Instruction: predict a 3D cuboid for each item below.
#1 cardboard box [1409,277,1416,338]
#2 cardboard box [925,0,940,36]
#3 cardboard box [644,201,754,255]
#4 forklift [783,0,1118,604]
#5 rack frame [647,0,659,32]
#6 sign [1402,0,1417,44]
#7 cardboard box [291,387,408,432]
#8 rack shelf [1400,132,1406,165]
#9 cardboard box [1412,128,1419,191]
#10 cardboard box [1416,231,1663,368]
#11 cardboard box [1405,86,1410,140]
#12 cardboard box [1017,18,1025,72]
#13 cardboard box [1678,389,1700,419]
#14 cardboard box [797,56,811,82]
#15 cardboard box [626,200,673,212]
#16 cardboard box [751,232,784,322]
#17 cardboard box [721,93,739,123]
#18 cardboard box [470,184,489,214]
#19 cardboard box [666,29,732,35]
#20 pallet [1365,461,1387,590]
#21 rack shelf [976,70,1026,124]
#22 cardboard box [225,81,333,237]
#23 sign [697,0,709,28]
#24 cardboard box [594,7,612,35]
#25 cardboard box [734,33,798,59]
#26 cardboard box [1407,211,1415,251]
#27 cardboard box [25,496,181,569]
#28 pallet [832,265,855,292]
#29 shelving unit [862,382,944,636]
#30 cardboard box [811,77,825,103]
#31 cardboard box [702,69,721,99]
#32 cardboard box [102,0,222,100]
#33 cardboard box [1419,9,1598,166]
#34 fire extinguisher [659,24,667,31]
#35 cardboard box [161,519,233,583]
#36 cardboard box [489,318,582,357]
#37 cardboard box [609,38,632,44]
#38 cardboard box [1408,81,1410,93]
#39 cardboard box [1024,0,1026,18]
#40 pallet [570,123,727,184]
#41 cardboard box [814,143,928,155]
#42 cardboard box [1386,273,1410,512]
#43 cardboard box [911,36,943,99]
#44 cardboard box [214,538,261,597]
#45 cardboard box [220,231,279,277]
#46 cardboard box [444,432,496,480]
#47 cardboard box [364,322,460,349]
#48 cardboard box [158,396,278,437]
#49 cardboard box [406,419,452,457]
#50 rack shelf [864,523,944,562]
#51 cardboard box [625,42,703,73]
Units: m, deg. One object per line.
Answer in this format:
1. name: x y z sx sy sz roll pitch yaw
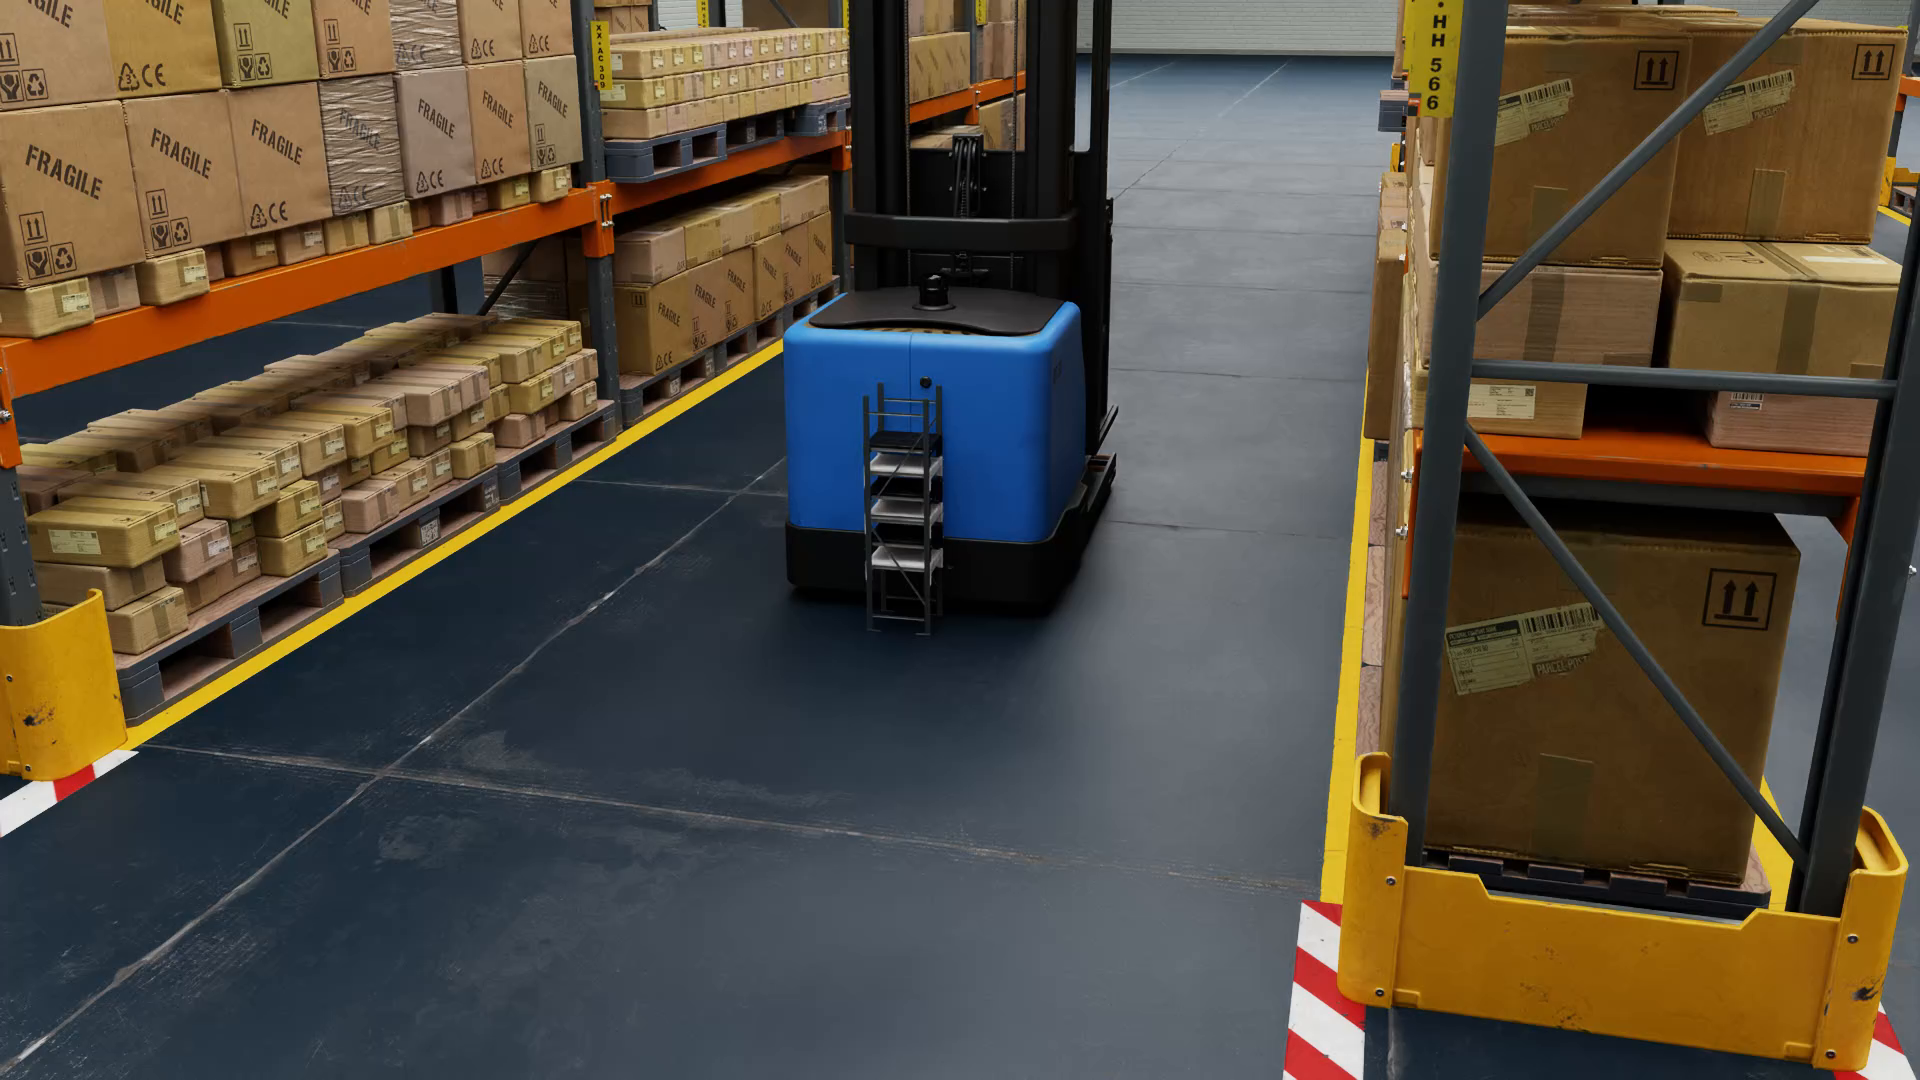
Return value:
1. cardboard box: 1.529 -0.674 4.908 0.380 0.149 0.250 4 19 12
2. cardboard box: -0.579 -4.722 14.671 0.700 0.500 0.500 4 19 12
3. cardboard box: -1.601 -1.920 10.225 0.500 0.250 0.500 5 20 15
4. forklift: 0.132 -1.586 7.297 1.130 2.935 3.031 4 19 11
5. rack frame: -4.187 -6.132 20.501 1.000 3.000 0.127 5 19 13
6. sign: 2.939 -3.393 10.811 0.100 0.325 0.005 5 19 13
7. cardboard box: -2.543 -0.527 6.931 0.380 0.149 0.250 5 19 14
8. rack shelf: 3.957 -3.129 12.820 1.077 0.370 4.000 5 19 13
9. cardboard box: 2.122 -1.532 6.803 0.500 0.250 0.500 4 19 12
10. cardboard box: 1.374 -0.577 4.009 0.500 0.250 0.500 4 19 13
11. cardboard box: 3.085 -2.759 10.469 0.500 0.500 0.500 5 20 15
12. cardboard box: 0.219 -5.384 18.079 0.875 0.550 0.550 5 19 13
13. cardboard box: 1.981 -0.382 4.053 0.380 0.149 0.250 4 19 13
14. cardboard box: -1.183 -3.051 10.757 0.380 0.149 0.250 5 19 14
15. cardboard box: -2.104 -1.963 10.351 0.500 0.250 0.500 4 19 11
16. cardboard box: -1.468 -1.725 10.815 0.500 0.500 0.500 4 19 11
17. cardboard box: -1.501 -2.503 9.613 0.380 0.149 0.250 4 19 11
18. cardboard box: -2.347 -1.541 7.448 0.380 0.149 0.250 4 19 12
19. cardboard box: -1.745 -3.337 11.134 0.380 0.149 0.250 5 19 13
20. pallet: 2.229 -0.037 6.969 1.003 0.211 1.213 5 19 13
21. rack shelf: 0.149 -4.806 17.730 1.077 0.370 4.000 5 19 13
22. cardboard box: -2.656 -1.387 5.994 0.500 0.500 0.500 5 19 14
23. sign: -1.856 -3.856 12.046 0.100 0.325 0.005 5 19 13
24. cardboard box: -4.305 -5.815 18.958 0.500 0.500 0.500 5 19 13
25. cardboard box: -1.246 -3.117 10.493 0.380 0.149 0.250 5 19 13
26. cardboard box: 1.905 -1.156 6.319 0.380 0.149 0.250 4 19 12
27. cardboard box: -2.814 -0.027 5.466 0.380 0.149 0.250 4 19 11
28. pallet: -1.051 -2.187 13.265 1.003 0.211 1.213 5 19 13
29. shelving unit: -0.206 -0.112 6.123 0.258 0.900 0.210 4 19 11
30. cardboard box: -1.117 -2.996 11.058 0.380 0.149 0.250 5 19 14
31. cardboard box: -1.565 -2.564 9.331 0.380 0.149 0.250 4 19 11
32. cardboard box: -2.787 -1.698 5.356 0.500 0.500 0.500 5 20 15
33. cardboard box: 1.875 -1.566 5.744 0.500 0.500 0.500 4 19 12
34. fire extinguisher: -3.712 -6.095 20.512 0.296 0.674 0.183 5 19 13
35. cardboard box: -2.773 0.026 5.771 0.380 0.149 0.250 5 19 13
36. cardboard box: -2.129 -1.011 8.347 0.380 0.149 0.250 5 20 15
37. cardboard box: -2.128 -2.839 9.676 0.380 0.149 0.250 4 19 12
38. cardboard box: 3.601 -3.444 11.824 0.700 0.500 0.500 8 20 21
39. cardboard box: 0.464 -6.062 18.393 0.875 0.550 0.550 5 19 13
40. pallet: -1.966 -2.149 9.136 1.003 0.211 1.213 5 19 13
41. cardboard box: -0.871 -2.858 13.745 1.050 0.750 0.750 5 19 14
42. cardboard box: 2.252 -0.581 6.886 0.875 0.875 0.875 5 19 13
43. cardboard box: -0.455 -4.065 14.294 0.500 0.500 0.500 5 19 14
44. cardboard box: -2.795 0.086 6.055 0.380 0.149 0.250 5 19 14
45. cardboard box: -2.714 -1.053 6.019 0.380 0.149 0.250 4 19 13
46. cardboard box: -2.313 -0.387 7.442 0.380 0.149 0.250 5 19 13
47. cardboard box: -2.704 -0.970 8.227 0.380 0.149 0.250 6 20 16
48. cardboard box: -3.023 -0.479 6.791 0.380 0.149 0.250 4 19 12
49. cardboard box: -2.450 -0.473 7.231 0.380 0.149 0.250 4 19 11
50. rack shelf: -0.206 0.005 6.163 0.258 0.077 0.200 4 19 11
51. cardboard box: -1.625 -2.628 9.061 0.380 0.149 0.250 5 19 14
